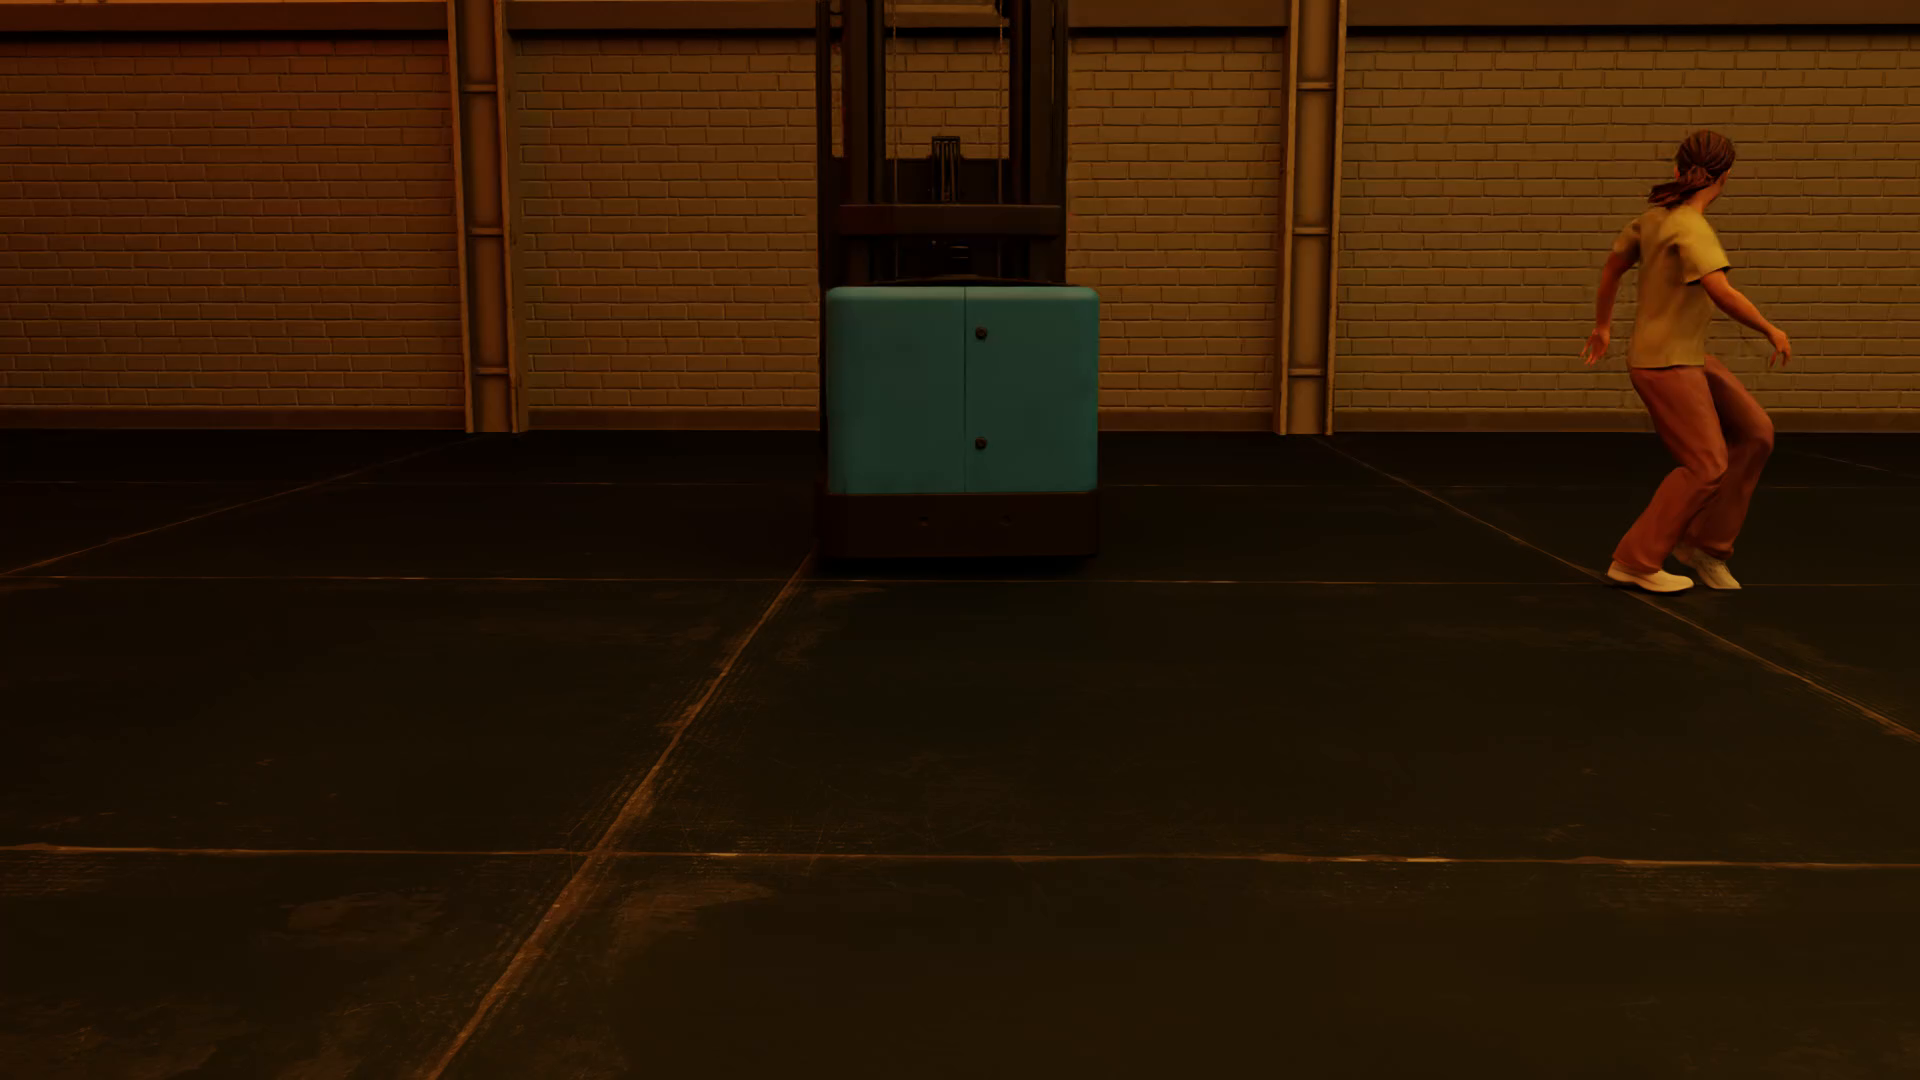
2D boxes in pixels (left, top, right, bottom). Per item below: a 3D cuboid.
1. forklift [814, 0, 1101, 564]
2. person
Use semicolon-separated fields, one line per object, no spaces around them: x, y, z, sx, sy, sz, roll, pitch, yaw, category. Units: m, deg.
-0.099;-1.541;7.509;1.130;2.935;3.031;-1;9;-4;forklift
2.532;-0.600;5.861;0.697;1.646;0.590;4;10;25;person
